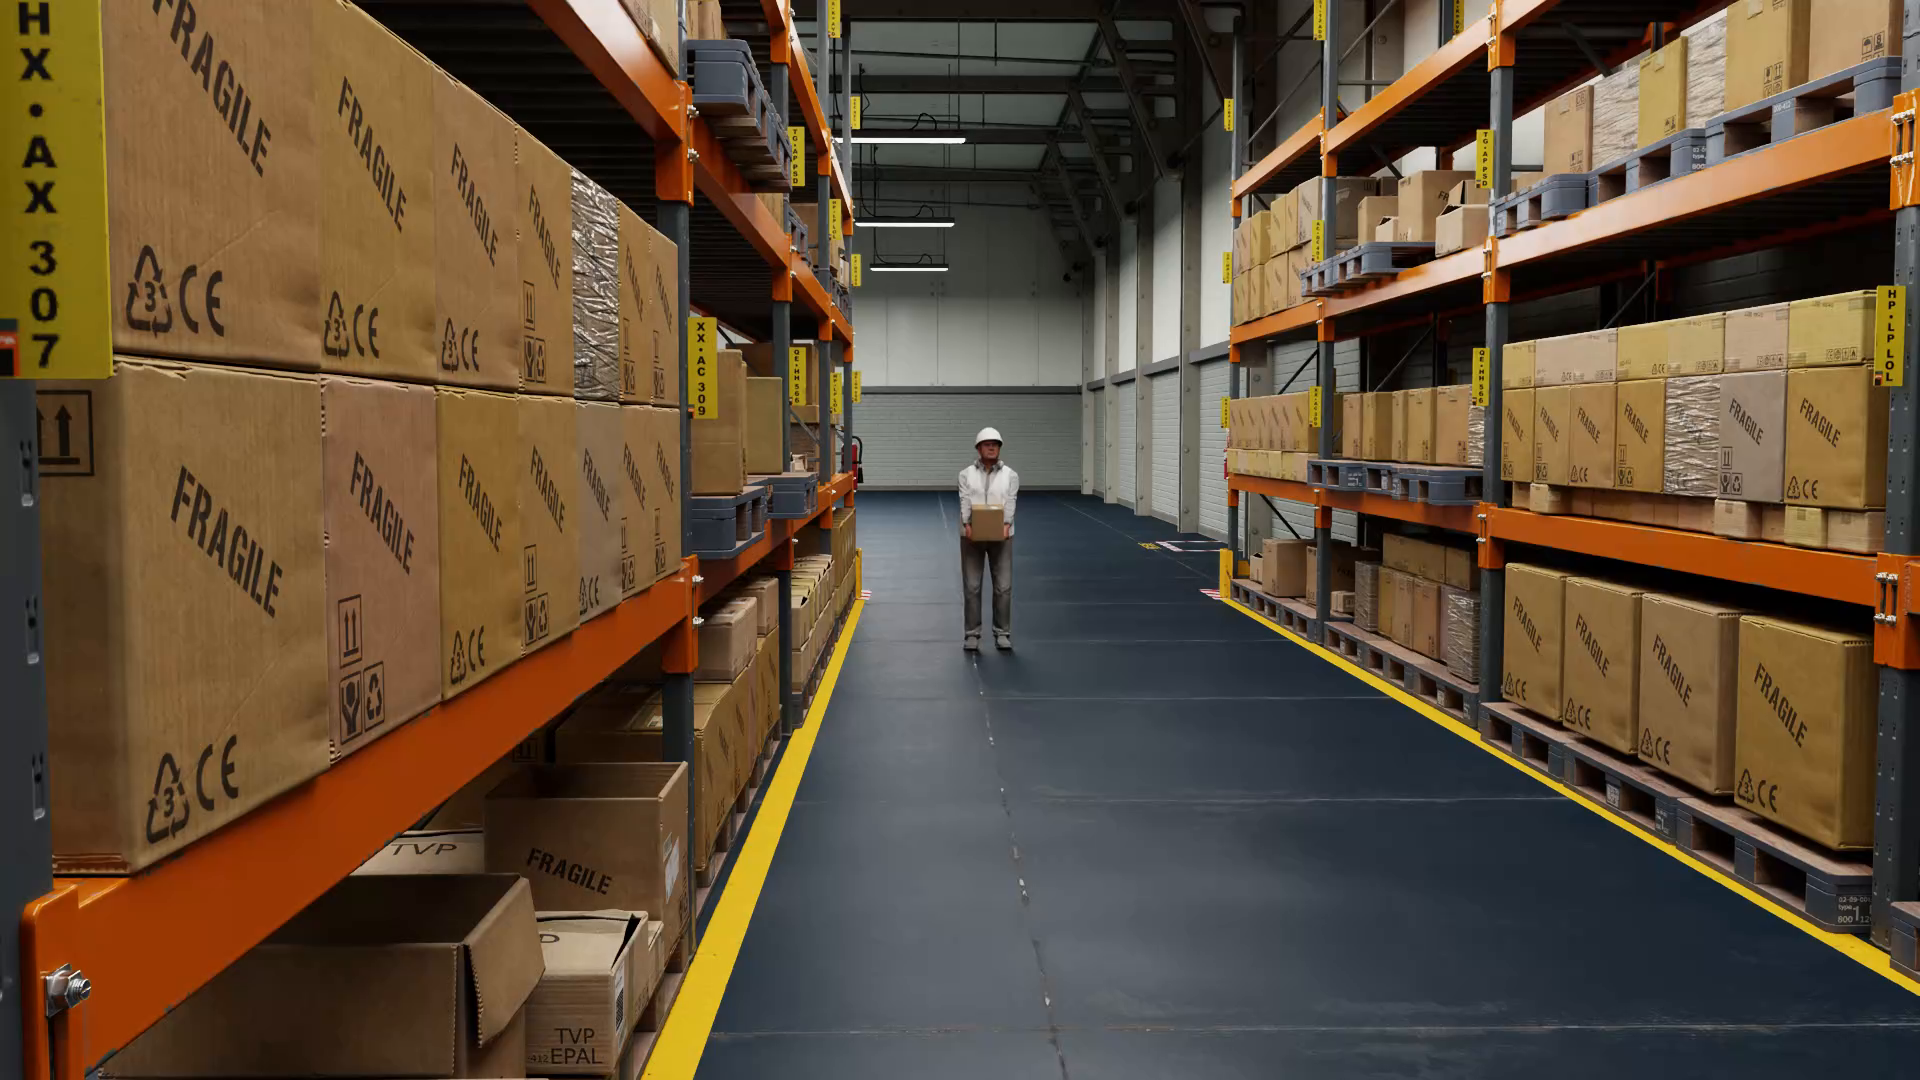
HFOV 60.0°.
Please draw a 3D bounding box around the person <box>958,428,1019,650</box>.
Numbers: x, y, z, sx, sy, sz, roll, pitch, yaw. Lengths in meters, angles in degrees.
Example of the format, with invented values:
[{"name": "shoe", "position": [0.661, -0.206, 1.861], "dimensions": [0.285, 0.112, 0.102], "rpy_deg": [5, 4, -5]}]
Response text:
[{"name": "person", "position": [0.230, -0.010, 13.251], "dimensions": [0.494, 1.762, 0.556], "rpy_deg": [0, 4, -1]}]
